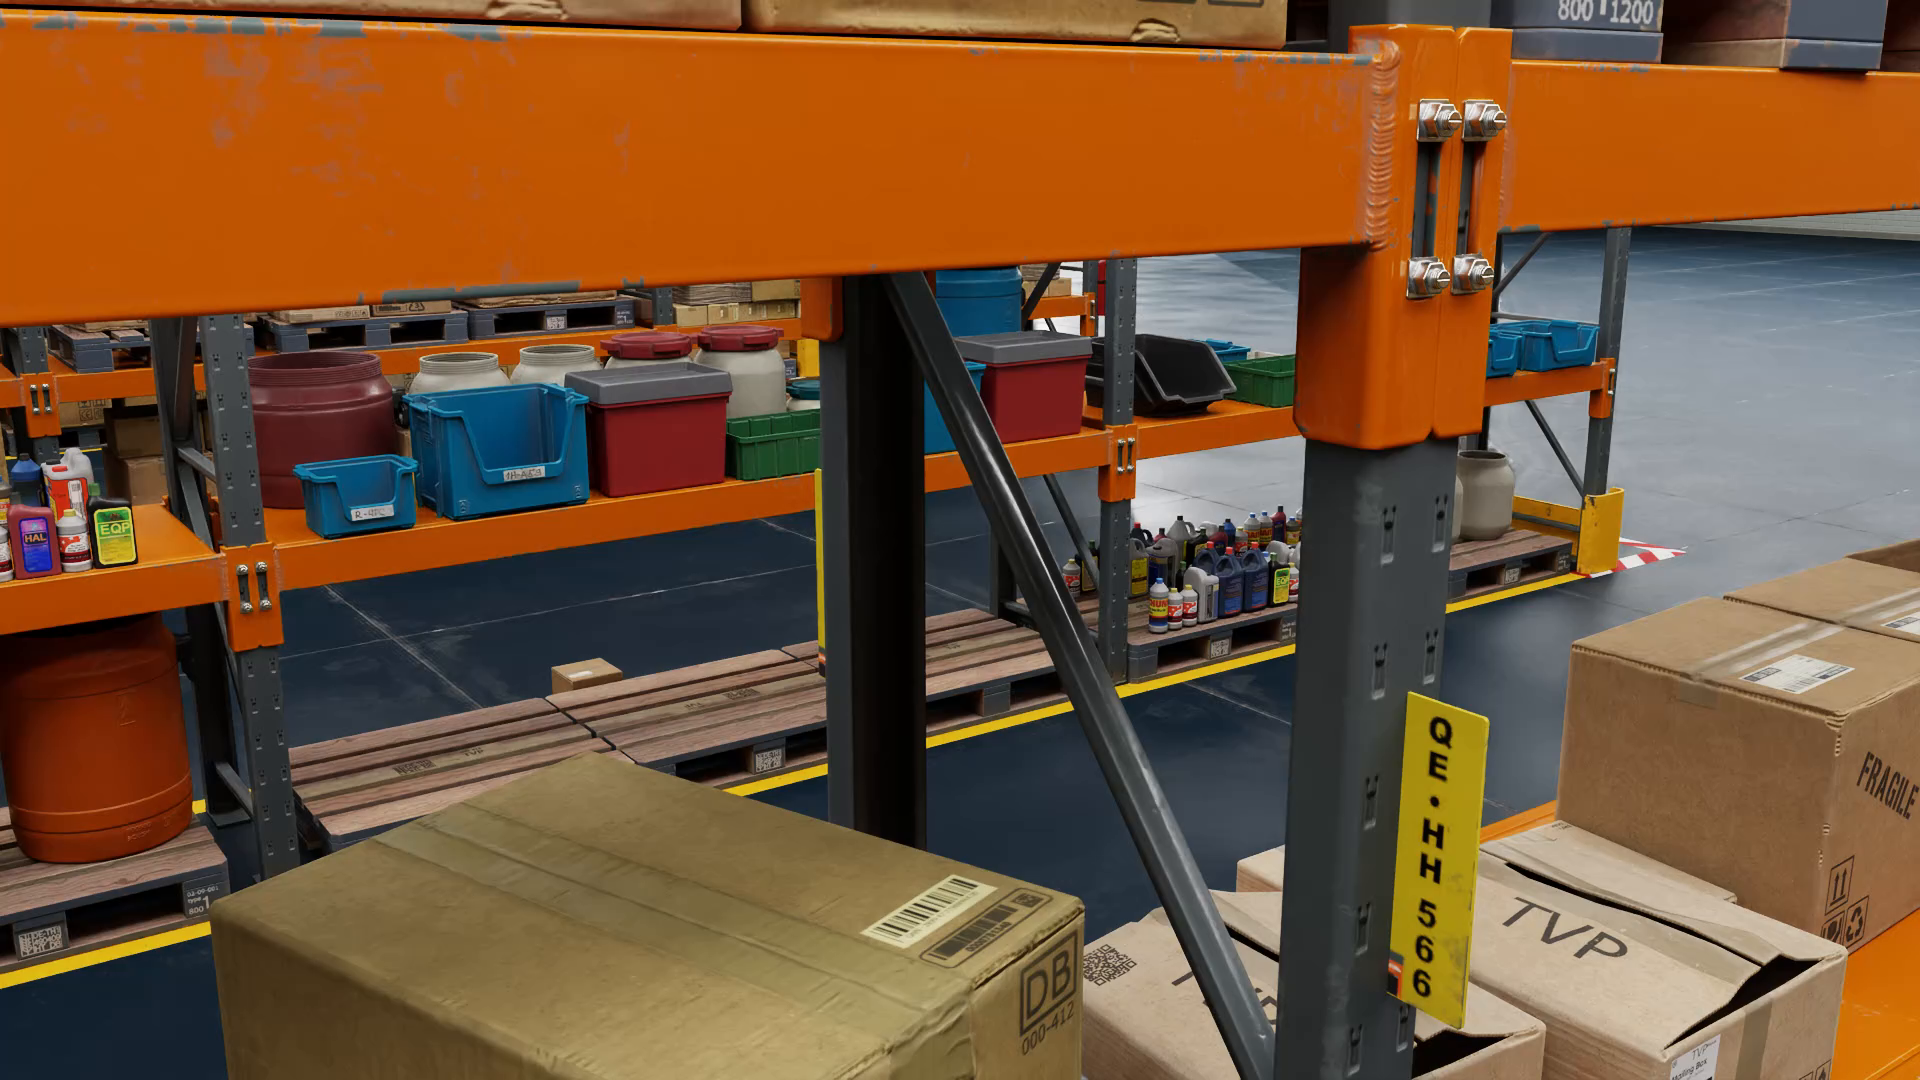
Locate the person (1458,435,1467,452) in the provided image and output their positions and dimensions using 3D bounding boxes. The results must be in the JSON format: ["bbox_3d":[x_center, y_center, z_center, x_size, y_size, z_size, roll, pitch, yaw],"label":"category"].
[{"bbox_3d":[3.583,-1.177,12.367,0.673,1.839,0.688,4,15,14],"label":"person"}]
